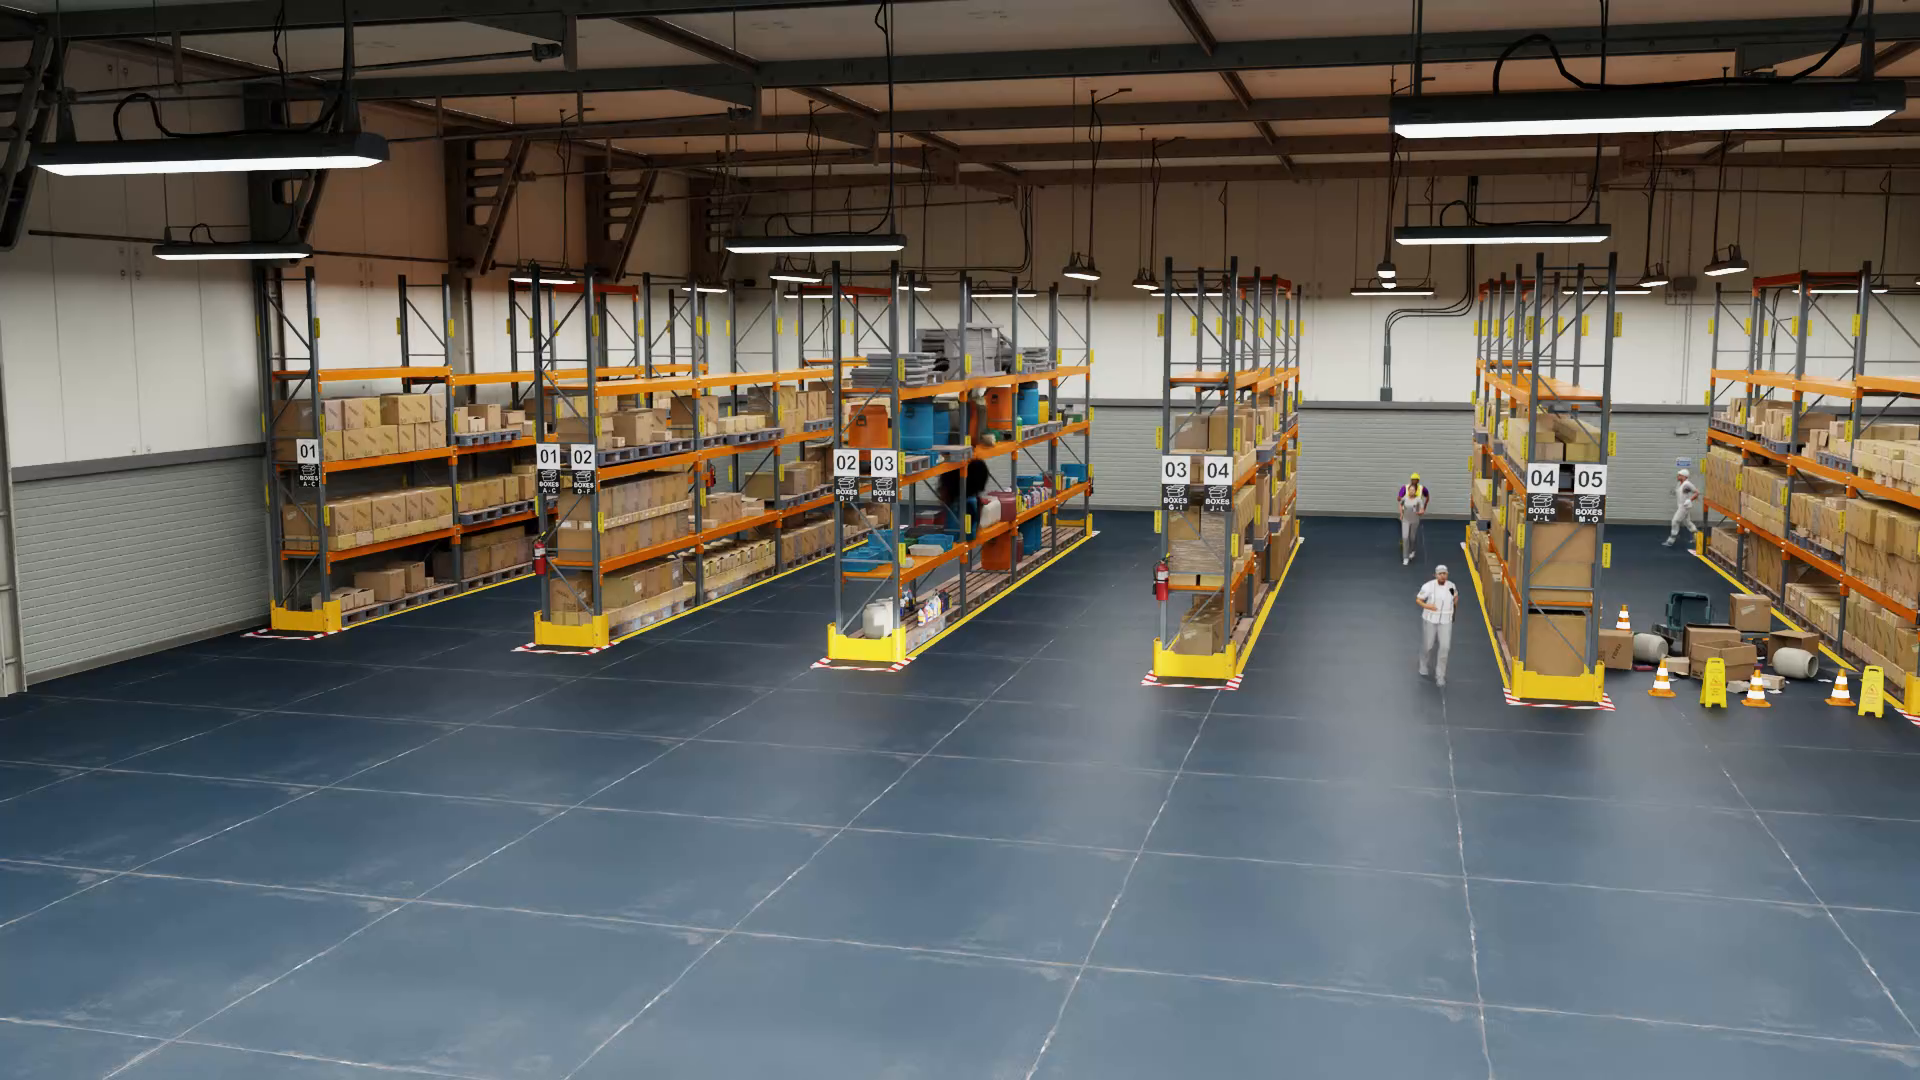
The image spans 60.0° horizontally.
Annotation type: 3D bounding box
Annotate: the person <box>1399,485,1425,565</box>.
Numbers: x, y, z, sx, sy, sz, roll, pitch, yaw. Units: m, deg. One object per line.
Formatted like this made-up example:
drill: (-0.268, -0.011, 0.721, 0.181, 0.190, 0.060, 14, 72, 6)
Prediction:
person: (9.656, -0.347, 35.599, 0.567, 1.684, 0.956, 3, 8, 20)

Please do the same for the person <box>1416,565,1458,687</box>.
person: (6.800, 1.185, 23.706, 0.616, 1.701, 0.828, 1, 7, 5)

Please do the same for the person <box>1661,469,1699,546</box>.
person: (16.634, -0.735, 38.185, 0.913, 1.793, 0.657, 2, 7, 12)

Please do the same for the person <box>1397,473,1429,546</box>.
person: (10.236, -0.637, 37.598, 0.697, 1.753, 0.971, 2, 8, 15)
